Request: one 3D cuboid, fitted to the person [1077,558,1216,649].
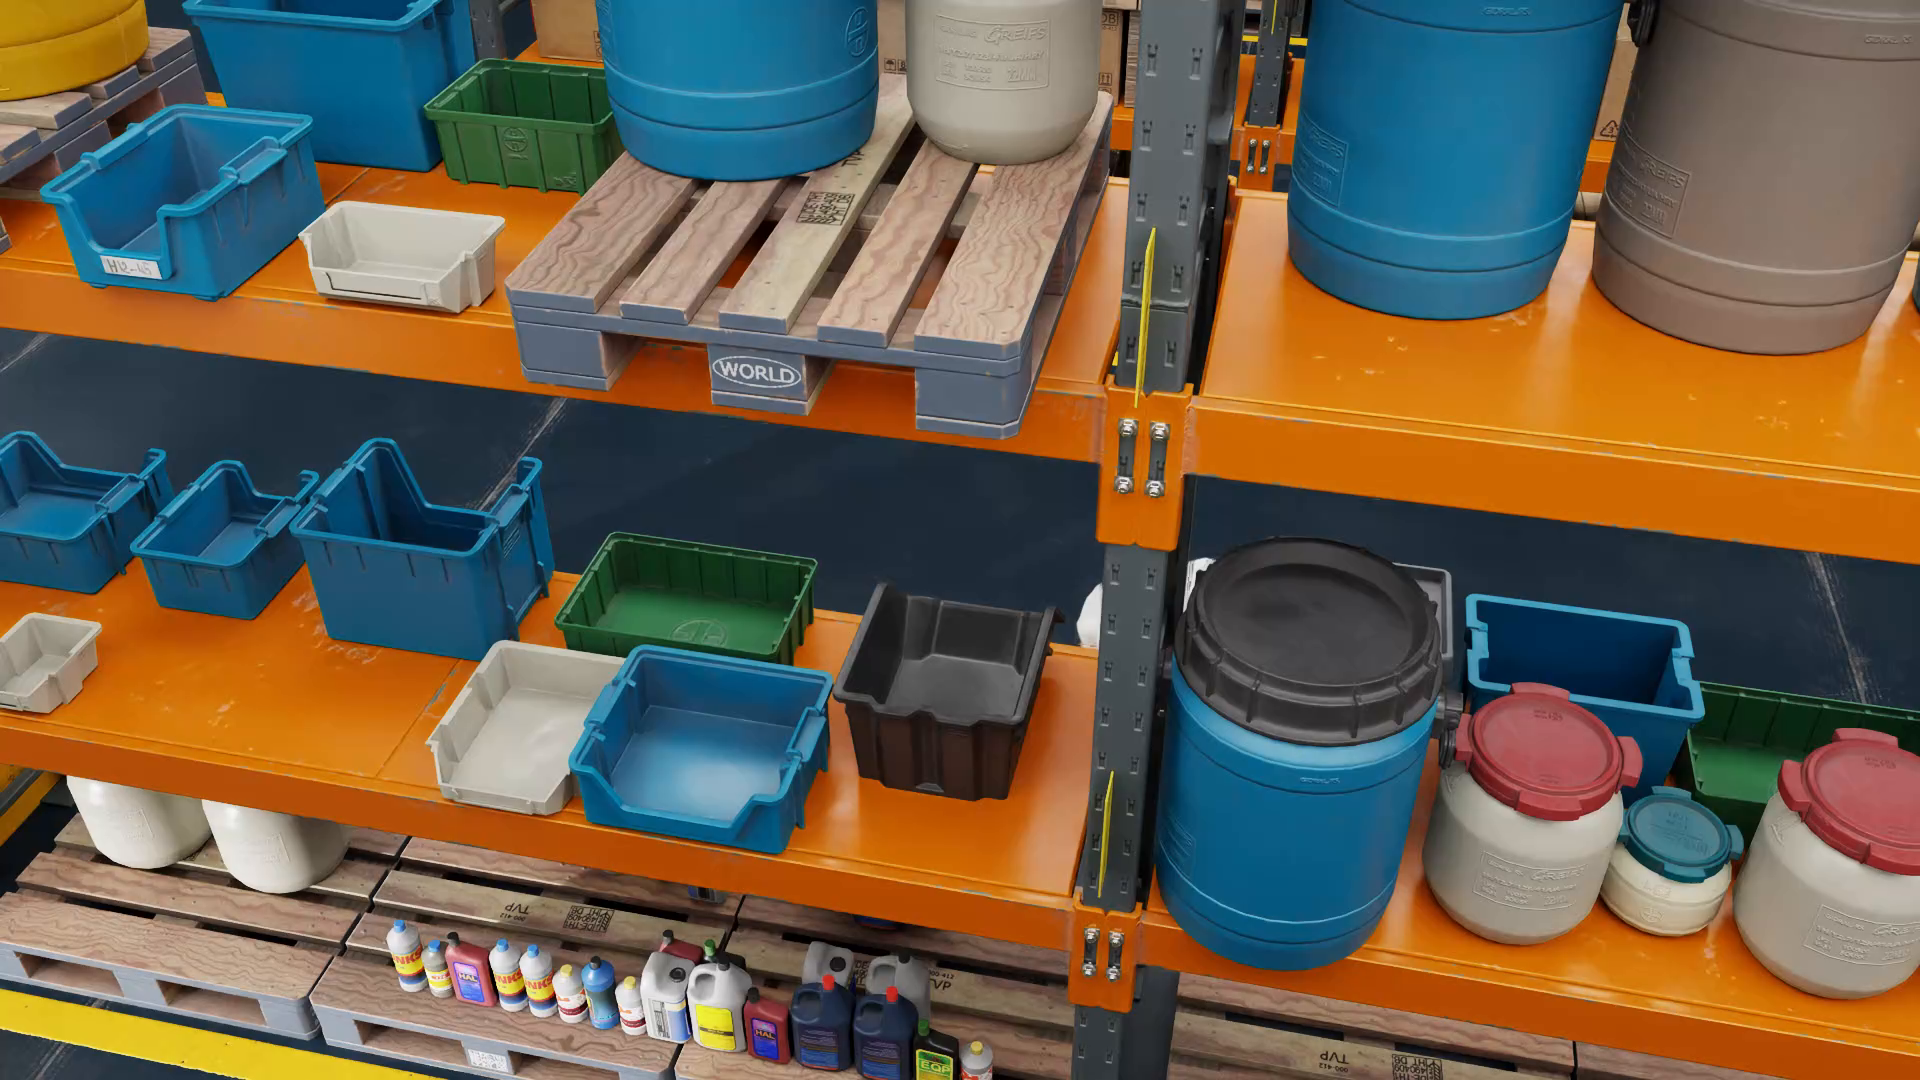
[{"bbox_3d":[0.881,0.448,6.134,0.900,0.974,0.465,12,38,15],"label":"person"}]
